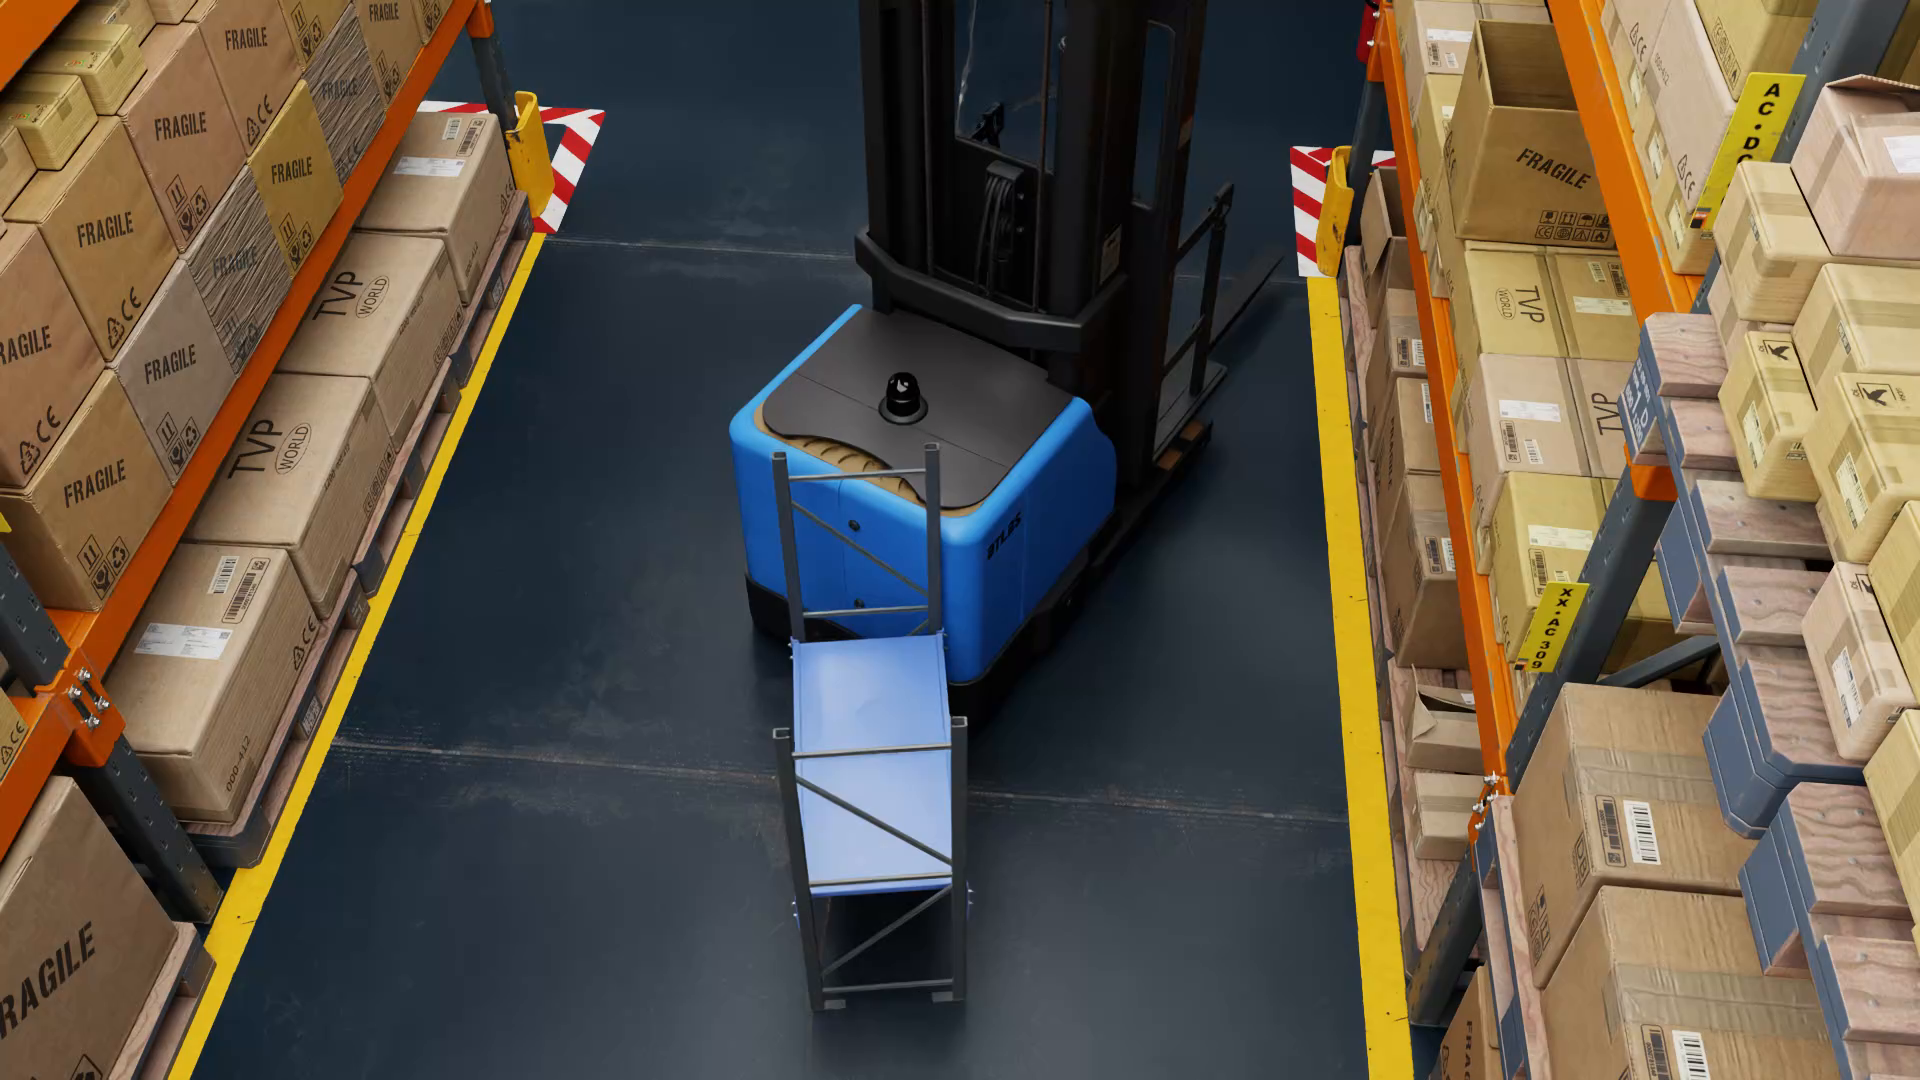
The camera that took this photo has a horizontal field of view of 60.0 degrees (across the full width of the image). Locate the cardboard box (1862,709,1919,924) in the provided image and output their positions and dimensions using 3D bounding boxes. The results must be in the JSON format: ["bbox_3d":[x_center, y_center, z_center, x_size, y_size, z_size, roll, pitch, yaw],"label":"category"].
[{"bbox_3d":[1.429,0.372,2.162,0.380,0.149,0.250,3,48,3],"label":"cardboard box"}]

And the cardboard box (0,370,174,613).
[{"bbox_3d":[-2.697,-0.160,4.796,0.500,0.500,0.500,5,48,5],"label":"cardboard box"}]

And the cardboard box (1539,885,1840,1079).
[{"bbox_3d":[1.629,1.077,3.379,0.700,0.500,0.500,4,48,4],"label":"cardboard box"}]

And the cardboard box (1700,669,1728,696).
[{"bbox_3d":[2.246,0.388,4.533,0.380,0.149,0.250,4,48,4],"label":"cardboard box"}]

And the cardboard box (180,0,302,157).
[{"bbox_3d":[-2.557,-1.621,5.454,0.500,0.500,0.500,4,48,3],"label":"cardboard box"}]

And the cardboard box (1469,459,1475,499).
[{"bbox_3d":[1.773,-0.211,5.080,0.380,0.149,0.250,5,48,5],"label":"cardboard box"}]

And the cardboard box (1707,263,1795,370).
[{"bbox_3d":[1.519,-0.378,2.848,0.380,0.149,0.250,5,48,4],"label":"cardboard box"}]

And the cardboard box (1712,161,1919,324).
[{"bbox_3d":[1.479,-0.482,2.741,0.380,0.149,0.250,5,48,5],"label":"cardboard box"}]

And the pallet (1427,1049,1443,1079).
[{"bbox_3d":[1.906,2.073,4.711,1.003,0.211,1.213,4,48,4],"label":"pallet"}]

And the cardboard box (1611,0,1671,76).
[{"bbox_3d":[1.774,-1.284,3.759,0.500,0.250,0.500,2,48,2],"label":"cardboard box"}]

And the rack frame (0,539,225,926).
[{"bbox_3d":[-3.001,0.201,4.534,1.000,3.000,0.127,4,48,4],"label":"rack frame"}]

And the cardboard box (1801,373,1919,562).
[{"bbox_3d":[1.460,-0.097,2.390,0.380,0.149,0.250,3,48,3],"label":"cardboard box"}]

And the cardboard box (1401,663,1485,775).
[{"bbox_3d":[1.734,0.621,5.717,0.396,0.266,0.258,5,48,5],"label":"cardboard box"}]

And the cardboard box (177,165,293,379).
[{"bbox_3d":[-2.595,-0.895,5.468,0.500,0.500,0.500,4,48,4],"label":"cardboard box"}]

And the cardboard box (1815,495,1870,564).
[{"bbox_3d":[1.536,0.002,2.500,0.380,0.149,0.250,4,48,4],"label":"cardboard box"}]

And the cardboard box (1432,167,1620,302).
[{"bbox_3d":[1.884,-1.022,5.552,0.500,0.250,0.500,3,48,3],"label":"cardboard box"}]

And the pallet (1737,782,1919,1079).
[{"bbox_3d":[1.722,0.820,2.062,1.213,0.211,1.003,4,48,4],"label":"pallet"}]

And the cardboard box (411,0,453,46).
[{"bbox_3d":[-2.416,-2.400,6.845,0.500,0.500,0.500,4,48,4],"label":"cardboard box"}]

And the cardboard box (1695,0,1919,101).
[{"bbox_3d":[1.749,-1.086,3.239,0.500,0.250,0.500,4,48,4],"label":"cardboard box"}]

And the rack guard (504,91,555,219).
[{"bbox_3d":[-2.634,-1.913,8.160,1.175,0.500,0.348,4,48,4],"label":"rack guard"}]

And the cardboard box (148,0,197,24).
[{"bbox_3d":[-2.556,-1.722,5.107,0.380,0.149,0.250,4,48,4],"label":"cardboard box"}]

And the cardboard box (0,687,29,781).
[{"bbox_3d":[-2.790,0.598,4.272,0.500,0.250,0.500,3,48,3],"label":"cardboard box"}]

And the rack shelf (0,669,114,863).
[{"bbox_3d":[-3.183,1.913,3.455,1.077,0.370,4.000,4,48,4],"label":"rack shelf"}]

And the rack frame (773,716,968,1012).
[{"bbox_3d":[-0.231,0.988,4.830,0.500,1.500,0.032,-3,48,-3],"label":"rack frame"}]

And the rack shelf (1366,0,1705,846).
[{"bbox_3d":[2.125,-0.695,5.840,1.077,0.370,4.000,4,48,4],"label":"rack shelf"}]

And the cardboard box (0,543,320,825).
[{"bbox_3d":[-2.837,0.470,5.739,0.875,0.438,0.875,3,48,3],"label":"cardboard box"}]

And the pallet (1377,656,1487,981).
[{"bbox_3d":[2.006,0.968,5.721,1.003,0.211,1.213,4,48,4],"label":"pallet"}]

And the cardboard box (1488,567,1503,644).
[{"bbox_3d":[1.722,0.173,4.730,0.380,0.149,0.250,5,48,5],"label":"cardboard box"}]

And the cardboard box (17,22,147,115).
[{"bbox_3d":[-2.588,-1.356,4.772,0.380,0.149,0.250,3,48,2],"label":"cardboard box"}]

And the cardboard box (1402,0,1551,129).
[{"bbox_3d":[1.952,-1.771,6.237,0.500,0.250,0.500,4,48,4],"label":"cardboard box"}]

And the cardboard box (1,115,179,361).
[{"bbox_3d":[-2.664,-0.875,4.772,0.500,0.500,0.500,3,48,3],"label":"cardboard box"}]

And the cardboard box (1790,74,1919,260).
[{"bbox_3d":[1.568,-0.614,2.581,0.396,0.266,0.258,3,48,3],"label":"cardboard box"}]

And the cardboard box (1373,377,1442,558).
[{"bbox_3d":[1.893,-0.255,6.360,0.500,0.500,0.500,5,48,4],"label":"cardboard box"}]

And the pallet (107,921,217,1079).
[{"bbox_3d":[-2.996,1.714,5.039,1.003,0.211,1.213,4,48,4],"label":"pallet"}]

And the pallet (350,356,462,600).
[{"bbox_3d":[-2.745,-0.311,6.891,1.003,0.211,1.213,4,48,4],"label":"pallet"}]

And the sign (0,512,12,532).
[{"bbox_3d":[-2.459,-0.134,4.109,0.100,0.325,0.005,4,48,4],"label":"sign"}]

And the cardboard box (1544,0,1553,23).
[{"bbox_3d":[2.530,-2.101,6.539,0.500,0.250,0.500,5,48,5],"label":"cardboard box"}]

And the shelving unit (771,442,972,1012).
[{"bbox_3d":[-0.271,0.614,5.172,0.538,1.500,1.048,-3,48,-3],"label":"shelving unit"}]

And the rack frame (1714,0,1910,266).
[{"bbox_3d":[1.943,-1.493,2.017,1.000,3.000,0.127,4,48,4],"label":"rack frame"}]

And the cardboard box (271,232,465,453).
[{"bbox_3d":[-2.672,-0.851,6.947,0.875,0.438,0.875,5,48,5],"label":"cardboard box"}]

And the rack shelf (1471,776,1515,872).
[{"bbox_3d":[1.760,2.244,3.152,1.077,0.370,4.000,4,48,4],"label":"rack shelf"}]

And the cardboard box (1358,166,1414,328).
[{"bbox_3d":[2.157,-1.264,7.280,0.797,0.503,0.637,2,48,2],"label":"cardboard box"}]

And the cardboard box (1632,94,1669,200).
[{"bbox_3d":[1.707,-0.859,3.641,0.380,0.149,0.250,4,48,3],"label":"cardboard box"}]

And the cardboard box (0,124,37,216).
[{"bbox_3d":[-2.725,-0.984,4.432,0.380,0.149,0.250,3,48,3],"label":"cardboard box"}]

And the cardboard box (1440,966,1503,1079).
[{"bbox_3d":[1.675,1.574,4.687,0.500,0.500,0.500,6,48,5],"label":"cardboard box"}]

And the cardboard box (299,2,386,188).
[{"bbox_3d":[-2.514,-1.654,6.162,0.500,0.500,0.500,5,48,5],"label":"cardboard box"}]

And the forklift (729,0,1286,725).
[{"bbox_3d":[0.409,-1.386,6.032,1.130,2.935,3.031,25,52,21],"label":"forklift"}]

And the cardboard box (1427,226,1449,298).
[{"bbox_3d":[1.833,-0.961,5.767,0.380,0.149,0.250,5,48,4],"label":"cardboard box"}]

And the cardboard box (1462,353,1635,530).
[{"bbox_3d":[1.777,-0.278,4.871,0.500,0.250,0.500,4,48,4],"label":"cardboard box"}]

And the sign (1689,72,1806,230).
[{"bbox_3d":[1.402,-0.686,2.961,0.100,0.325,0.005,4,48,4],"label":"sign"}]

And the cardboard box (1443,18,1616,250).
[{"bbox_3d":[1.861,-1.293,5.291,0.500,0.500,0.500,5,48,5],"label":"cardboard box"}]

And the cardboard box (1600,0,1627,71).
[{"bbox_3d":[1.767,-1.236,3.986,0.380,0.149,0.250,4,48,3],"label":"cardboard box"}]

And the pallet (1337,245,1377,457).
[{"bbox_3d":[2.229,-0.824,7.361,1.003,0.211,1.213,4,48,4],"label":"pallet"}]
